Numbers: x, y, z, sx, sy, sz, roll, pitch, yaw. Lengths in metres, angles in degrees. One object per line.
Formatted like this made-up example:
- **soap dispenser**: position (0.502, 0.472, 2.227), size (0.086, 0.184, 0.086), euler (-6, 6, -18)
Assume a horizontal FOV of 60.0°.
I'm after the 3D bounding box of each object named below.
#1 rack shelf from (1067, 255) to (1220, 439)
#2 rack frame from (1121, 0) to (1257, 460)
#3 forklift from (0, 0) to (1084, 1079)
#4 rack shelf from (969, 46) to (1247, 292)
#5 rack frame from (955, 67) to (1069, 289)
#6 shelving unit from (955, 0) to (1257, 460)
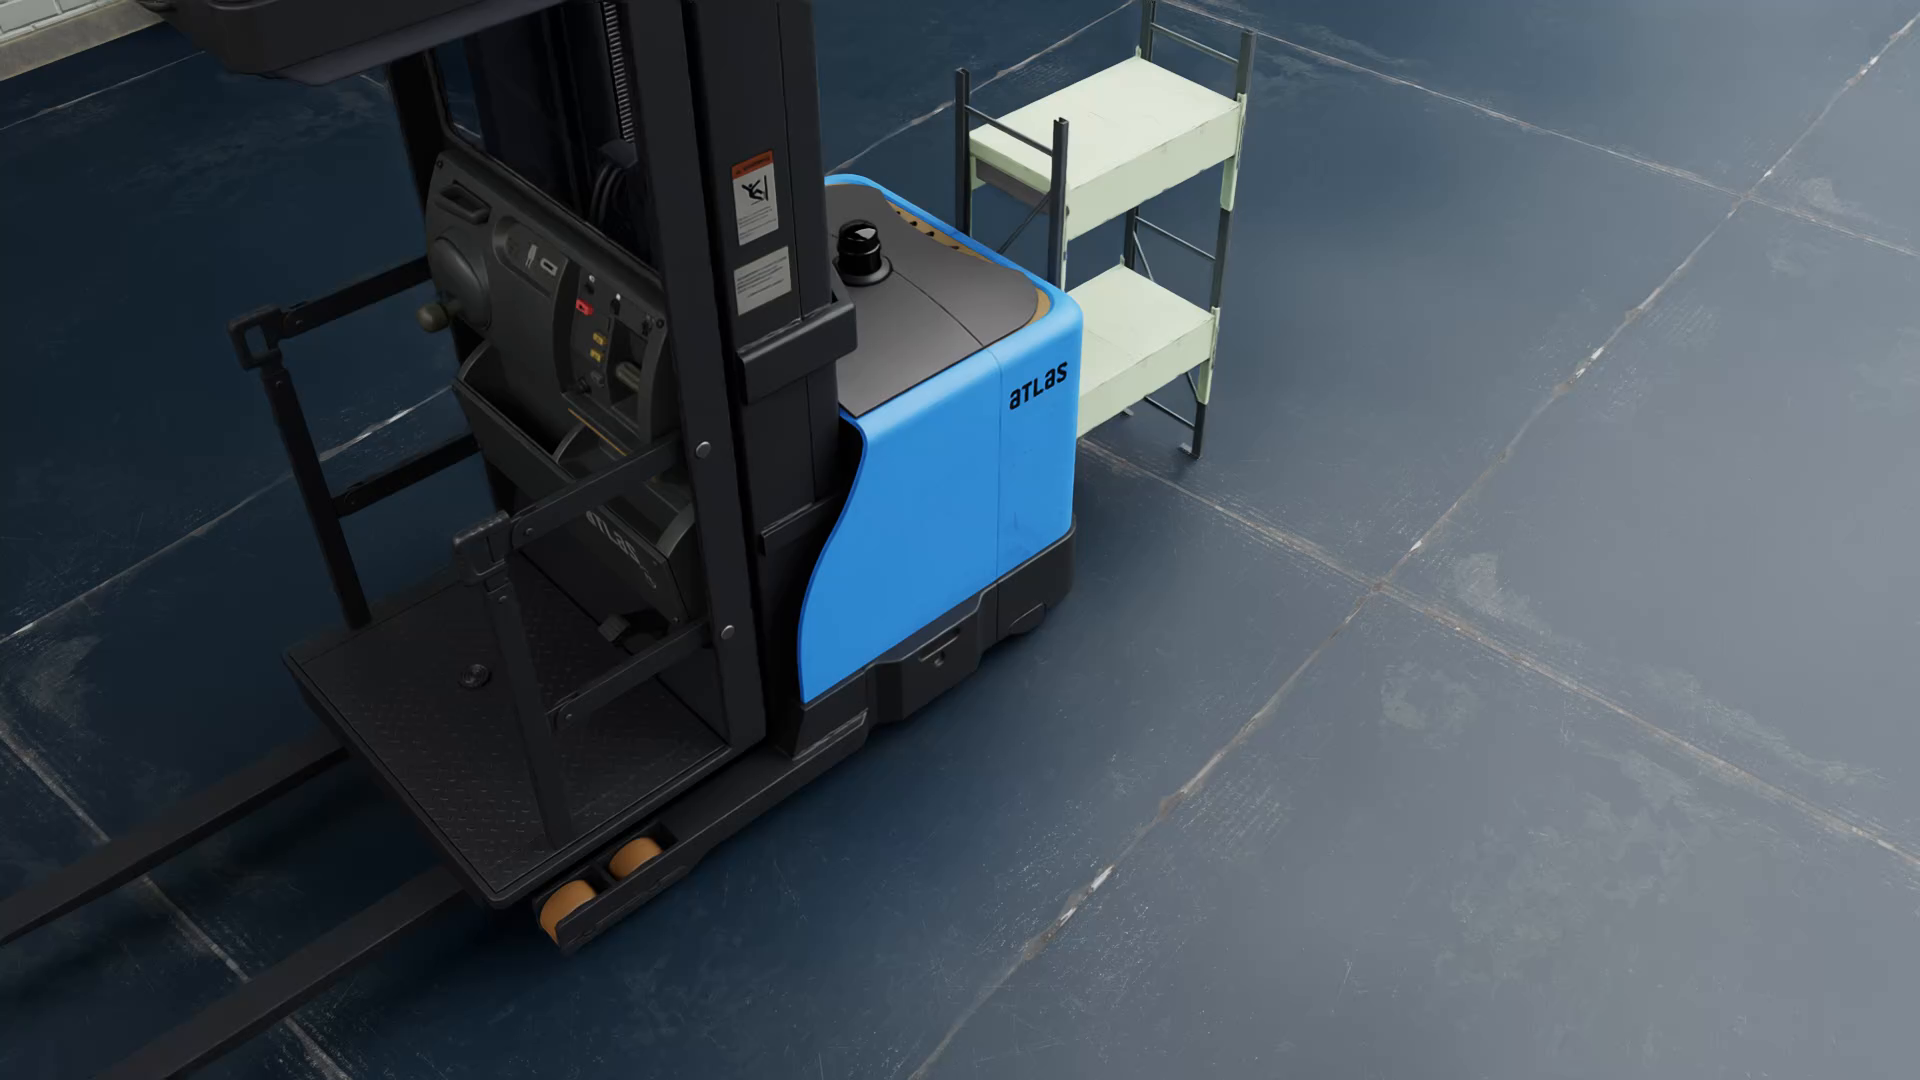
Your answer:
- **rack shelf**: position (0.400, -0.517, 5.189), size (0.720, 0.370, 0.431), euler (-32, 51, -30)
- **rack frame**: position (0.668, -0.926, 5.154), size (0.023, 1.500, 0.400), euler (-32, 51, -30)
- **forklift**: position (-1.084, -0.473, 3.591), size (3.031, 2.935, 1.130), euler (-32, 51, -30)
- **rack shelf**: position (0.400, -1.047, 4.707), size (0.720, 0.370, 0.431), euler (-32, 51, -30)
- **rack frame**: position (0.131, -0.591, 4.785), size (0.023, 1.500, 0.400), euler (-32, 51, -30)
- **shelving unit**: position (0.400, -0.759, 4.970), size (0.755, 1.500, 0.431), euler (-32, 51, -30)
